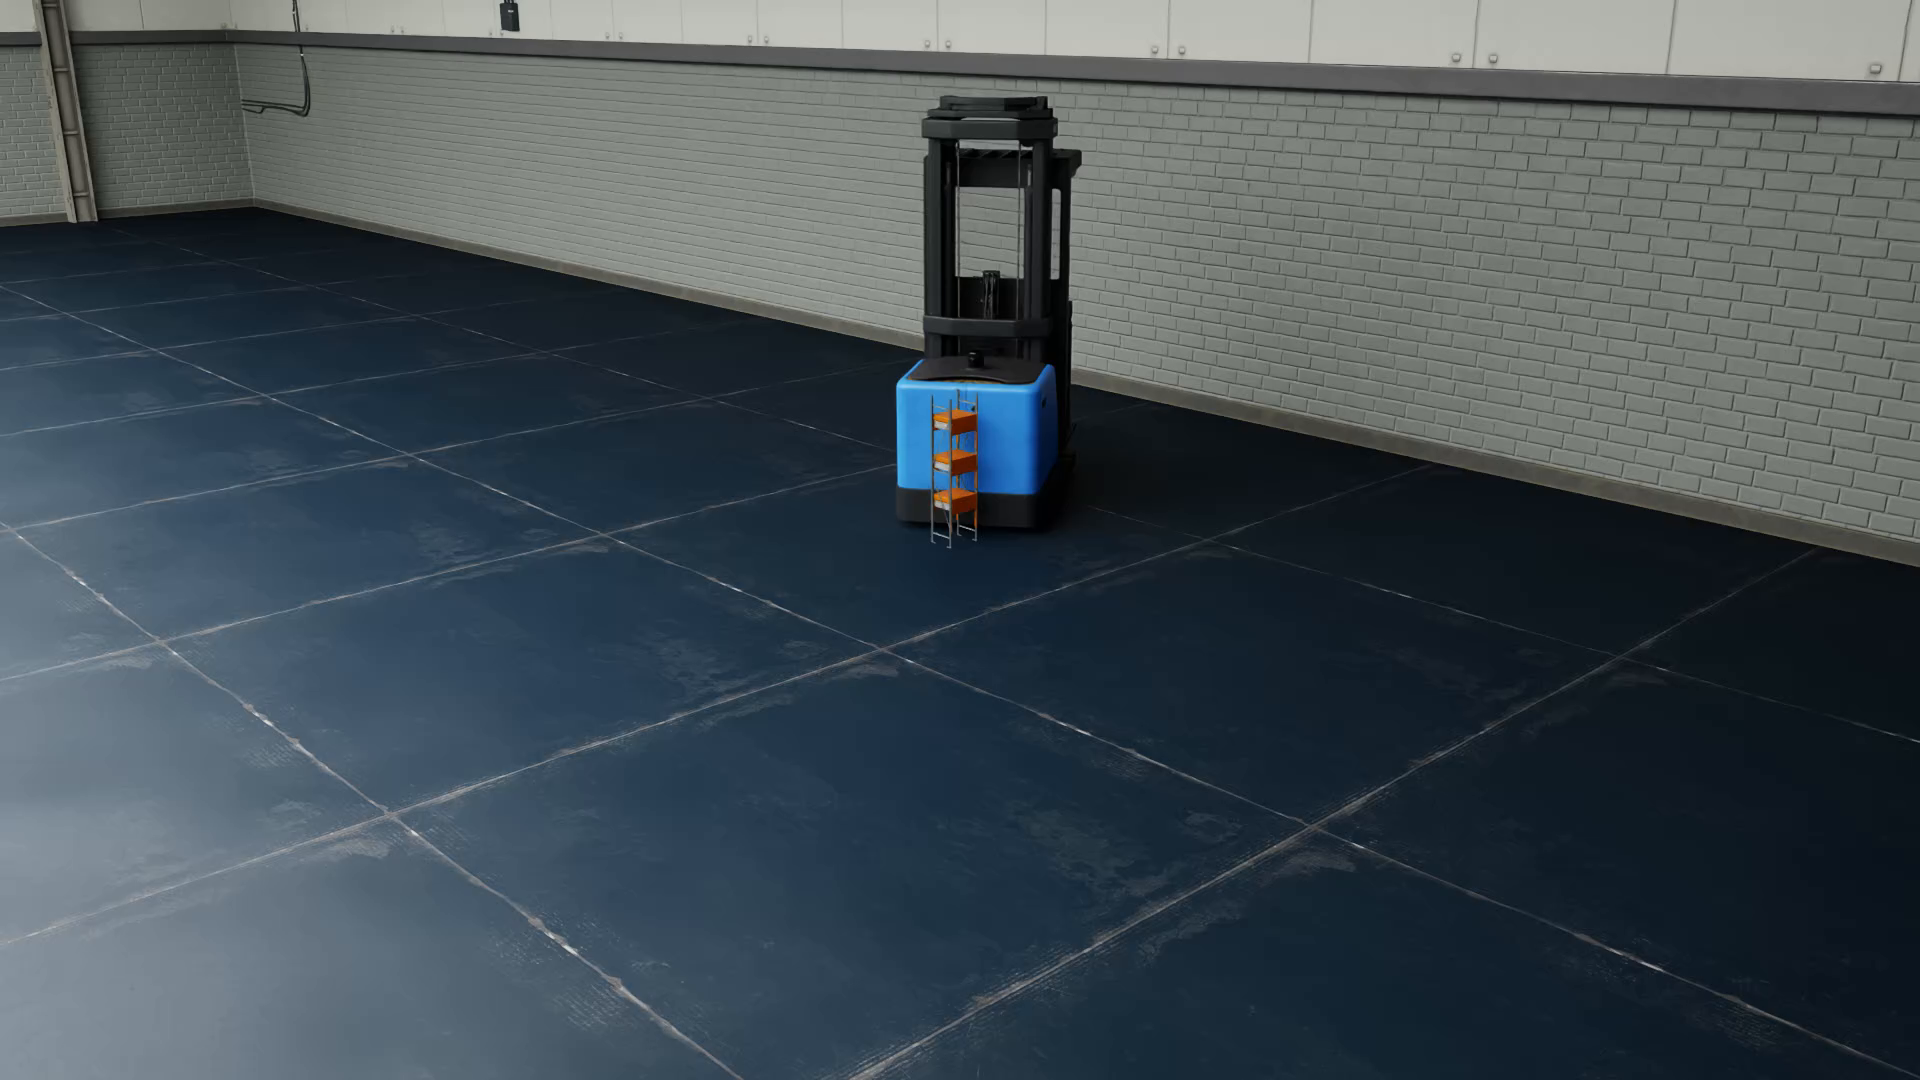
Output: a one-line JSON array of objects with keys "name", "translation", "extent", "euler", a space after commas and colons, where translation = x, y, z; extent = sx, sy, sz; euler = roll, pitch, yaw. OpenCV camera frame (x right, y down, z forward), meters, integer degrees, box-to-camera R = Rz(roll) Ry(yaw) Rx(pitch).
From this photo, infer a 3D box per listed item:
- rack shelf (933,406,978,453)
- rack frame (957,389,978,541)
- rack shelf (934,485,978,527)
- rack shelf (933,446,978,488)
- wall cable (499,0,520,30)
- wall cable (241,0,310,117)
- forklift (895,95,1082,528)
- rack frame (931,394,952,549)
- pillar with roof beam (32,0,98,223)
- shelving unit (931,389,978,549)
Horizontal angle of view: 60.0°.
[{"name": "rack shelf", "translation": [-0.039, -0.748, 11.325], "extent": [0.240, 0.259, 0.215], "euler": [-16, 24, -41]}, {"name": "rack frame", "translation": [0.050, -0.514, 11.489], "extent": [0.008, 1.050, 0.200], "euler": [-16, 24, -41]}, {"name": "rack shelf", "translation": [-0.039, -0.214, 11.498], "extent": [0.240, 0.259, 0.215], "euler": [-16, 24, -41]}, {"name": "rack shelf", "translation": [-0.039, -0.478, 11.412], "extent": [0.240, 0.259, 0.215], "euler": [-16, 24, -41]}, {"name": "wall cable", "translation": [-5.426, -9.547, 20.946], "extent": [0.169, 6.003, 2.305], "euler": [-16, 24, -41]}, {"name": "wall cable", "translation": [-11.937, -8.583, 28.522], "extent": [0.112, 2.526, 3.097], "euler": [-16, 24, -41]}, {"name": "forklift", "translation": [0.317, -1.893, 12.692], "extent": [1.130, 2.935, 3.031], "euler": [3, 18, 10]}, {"name": "rack frame", "translation": [-0.128, -0.462, 11.329], "extent": [0.008, 1.050, 0.200], "euler": [-16, 24, -41]}, {"name": "pillar with roof beam", "translation": [-12.029, -8.767, 24.056], "extent": [0.400, 9.000, 9.100], "euler": [-16, 24, -41]}, {"name": "shelving unit", "translation": [-0.039, -0.488, 11.409], "extent": [0.252, 1.050, 0.215], "euler": [-16, 24, -41]}]
